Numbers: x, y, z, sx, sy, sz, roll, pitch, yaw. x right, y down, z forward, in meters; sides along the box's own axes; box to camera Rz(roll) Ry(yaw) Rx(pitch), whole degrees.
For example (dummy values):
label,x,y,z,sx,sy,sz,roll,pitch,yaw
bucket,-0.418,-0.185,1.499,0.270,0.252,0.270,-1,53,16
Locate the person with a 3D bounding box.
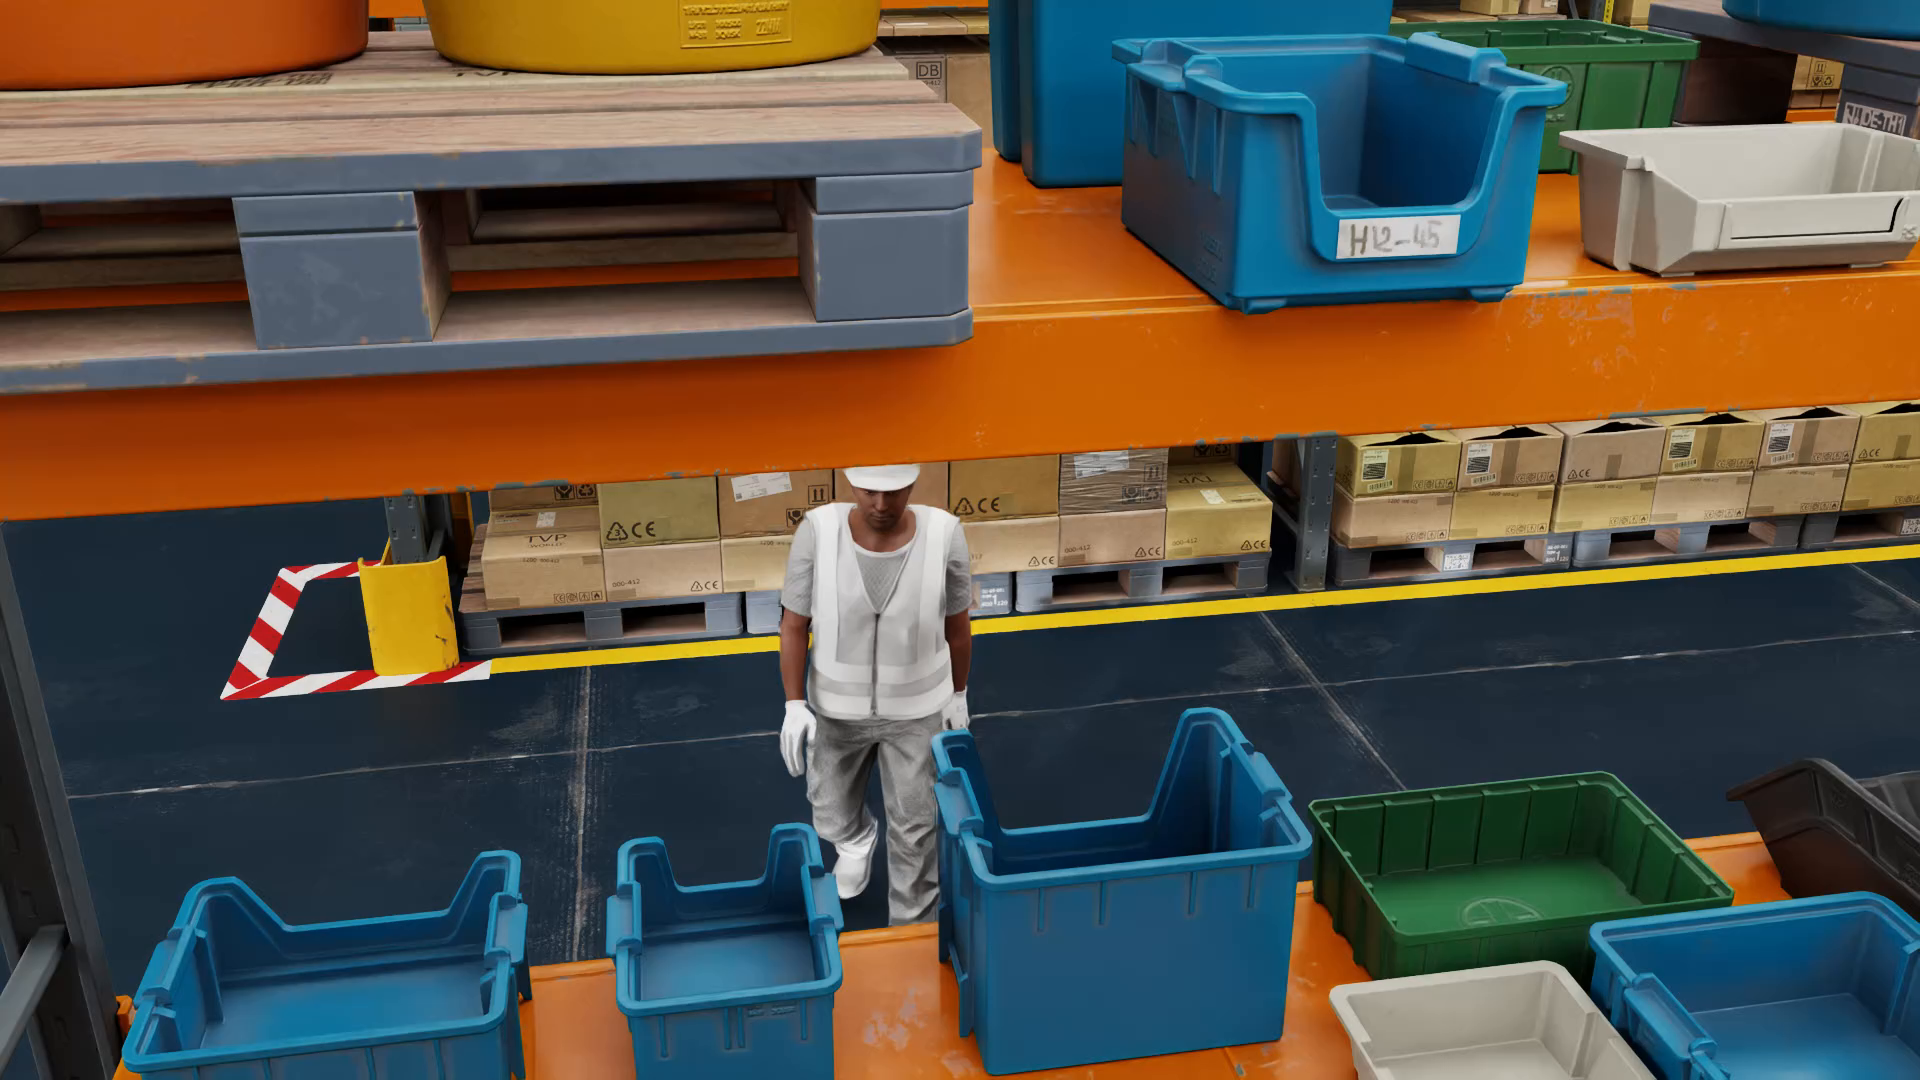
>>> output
label,x,y,z,sx,sy,sz,roll,pitch,yaw
person,-0.244,0.496,4.906,0.554,1.773,0.887,1,23,2
